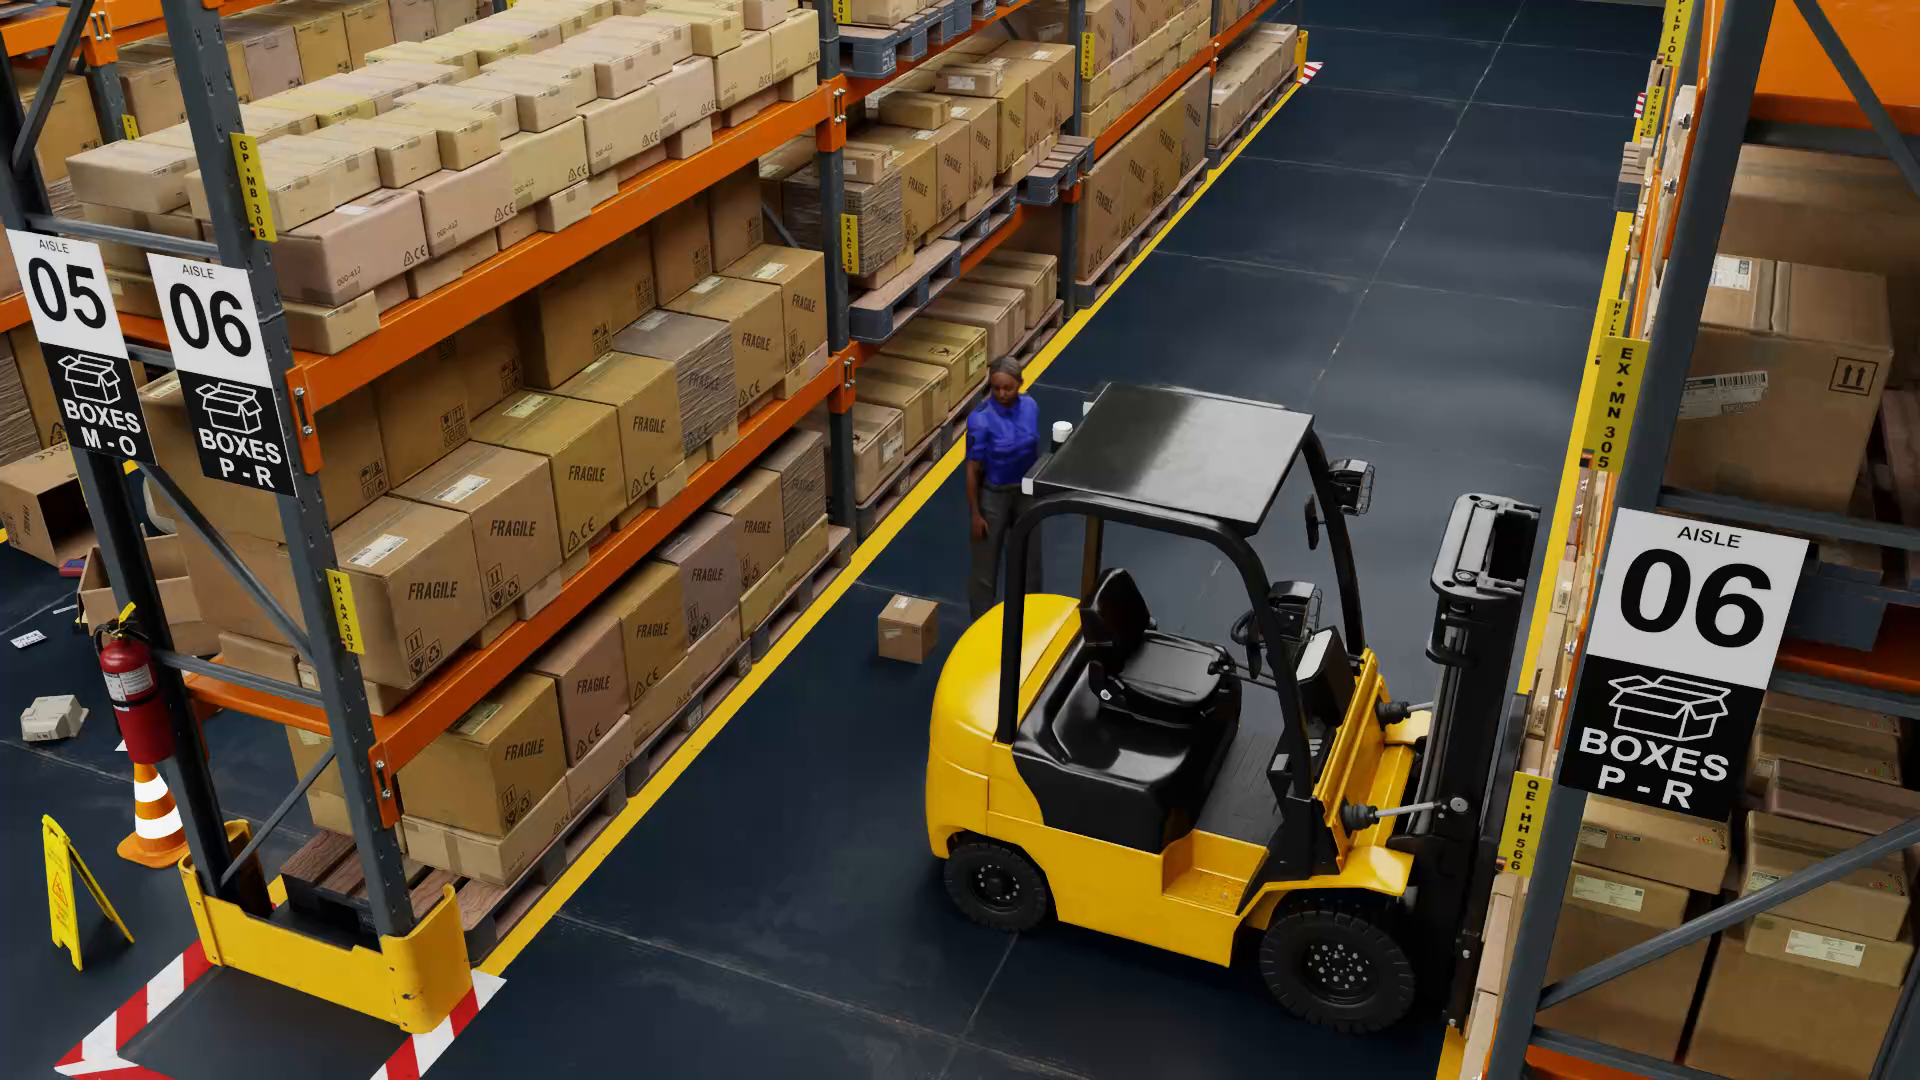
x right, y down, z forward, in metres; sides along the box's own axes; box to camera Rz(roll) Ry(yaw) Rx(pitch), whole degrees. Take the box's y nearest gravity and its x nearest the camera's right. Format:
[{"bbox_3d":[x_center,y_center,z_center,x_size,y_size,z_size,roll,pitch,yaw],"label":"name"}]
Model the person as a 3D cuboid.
[{"bbox_3d":[0.265,-0.179,8.702,0.496,1.678,0.413,-16,34,-26],"label":"person"}]
